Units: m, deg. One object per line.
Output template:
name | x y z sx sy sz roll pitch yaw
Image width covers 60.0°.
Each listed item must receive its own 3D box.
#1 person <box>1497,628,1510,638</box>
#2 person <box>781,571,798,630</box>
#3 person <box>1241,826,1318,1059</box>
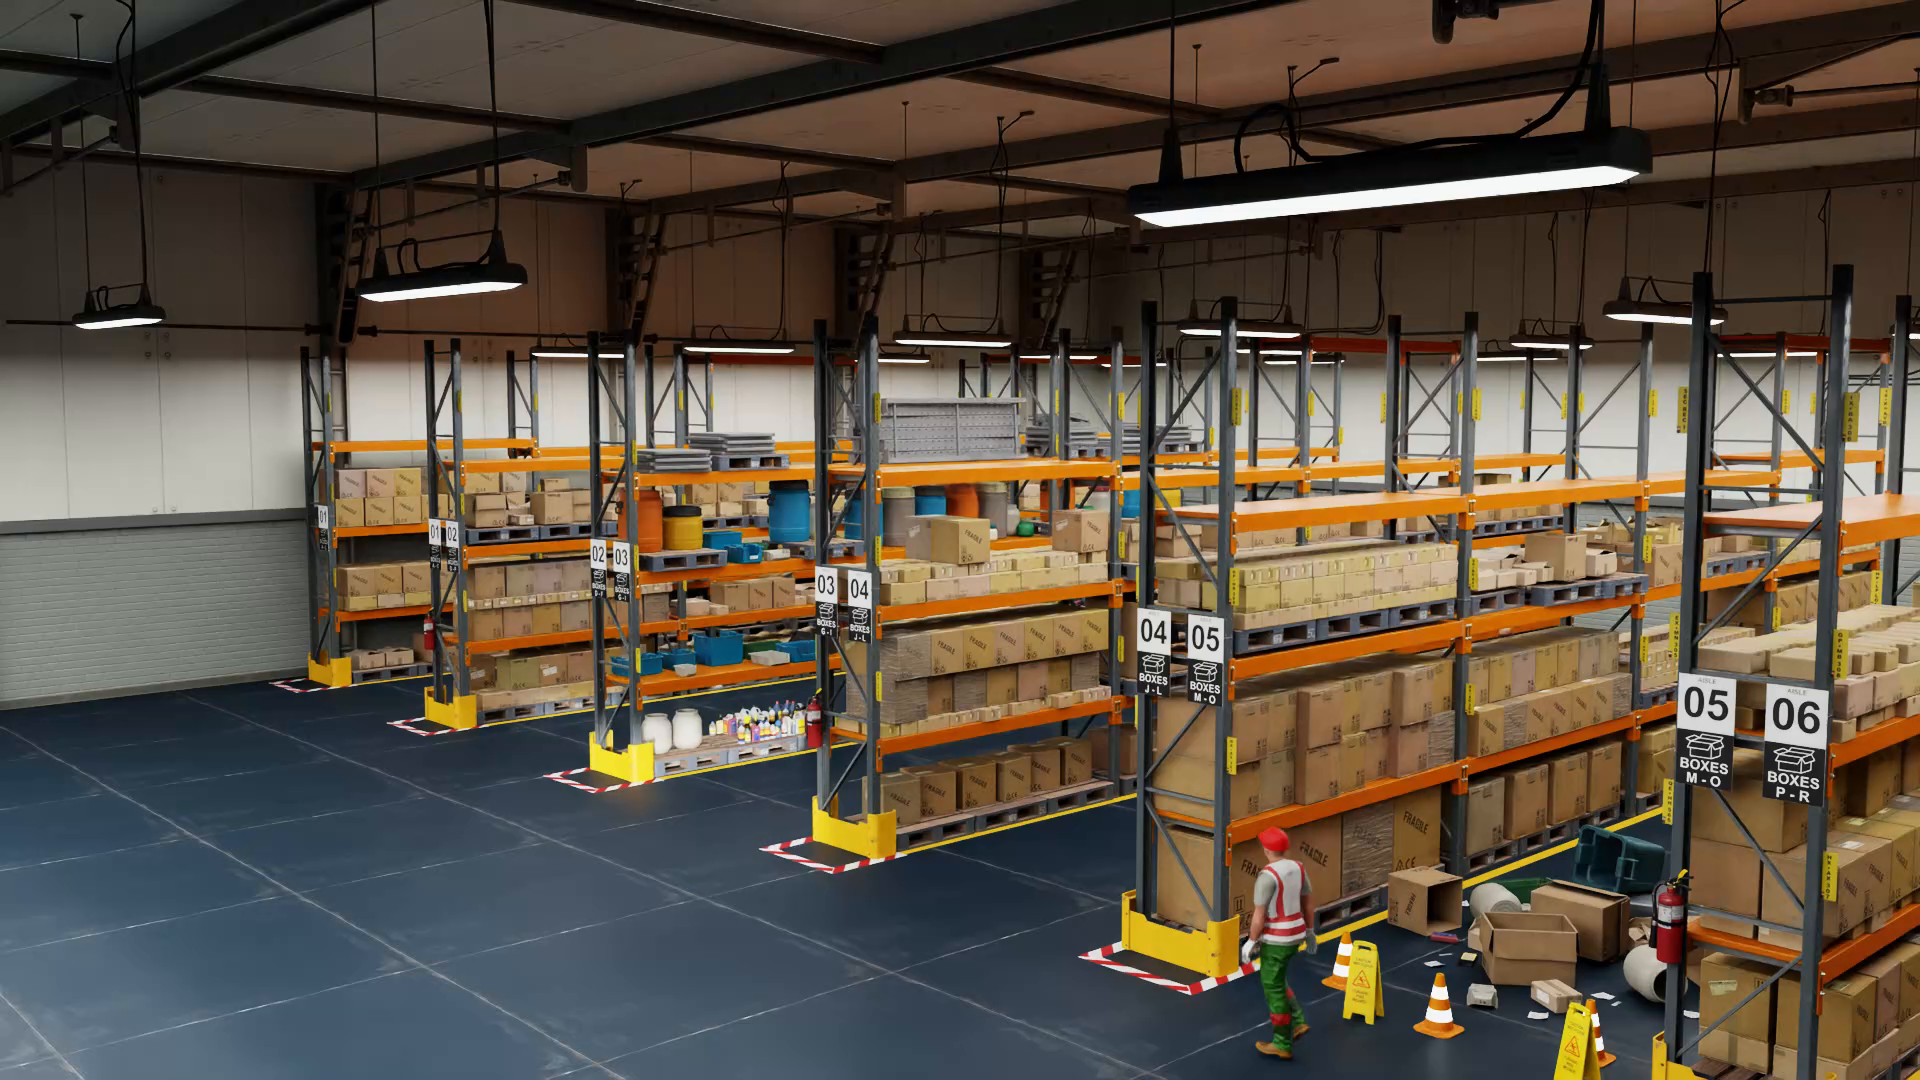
person | 8.035 2.152 24.665 0.567 1.754 0.383 2 5 19
person | -3.437 1.445 32.749 0.514 1.669 0.535 -3 6 -30
person | 2.494 3.118 12.980 0.465 1.779 0.585 4 7 41
